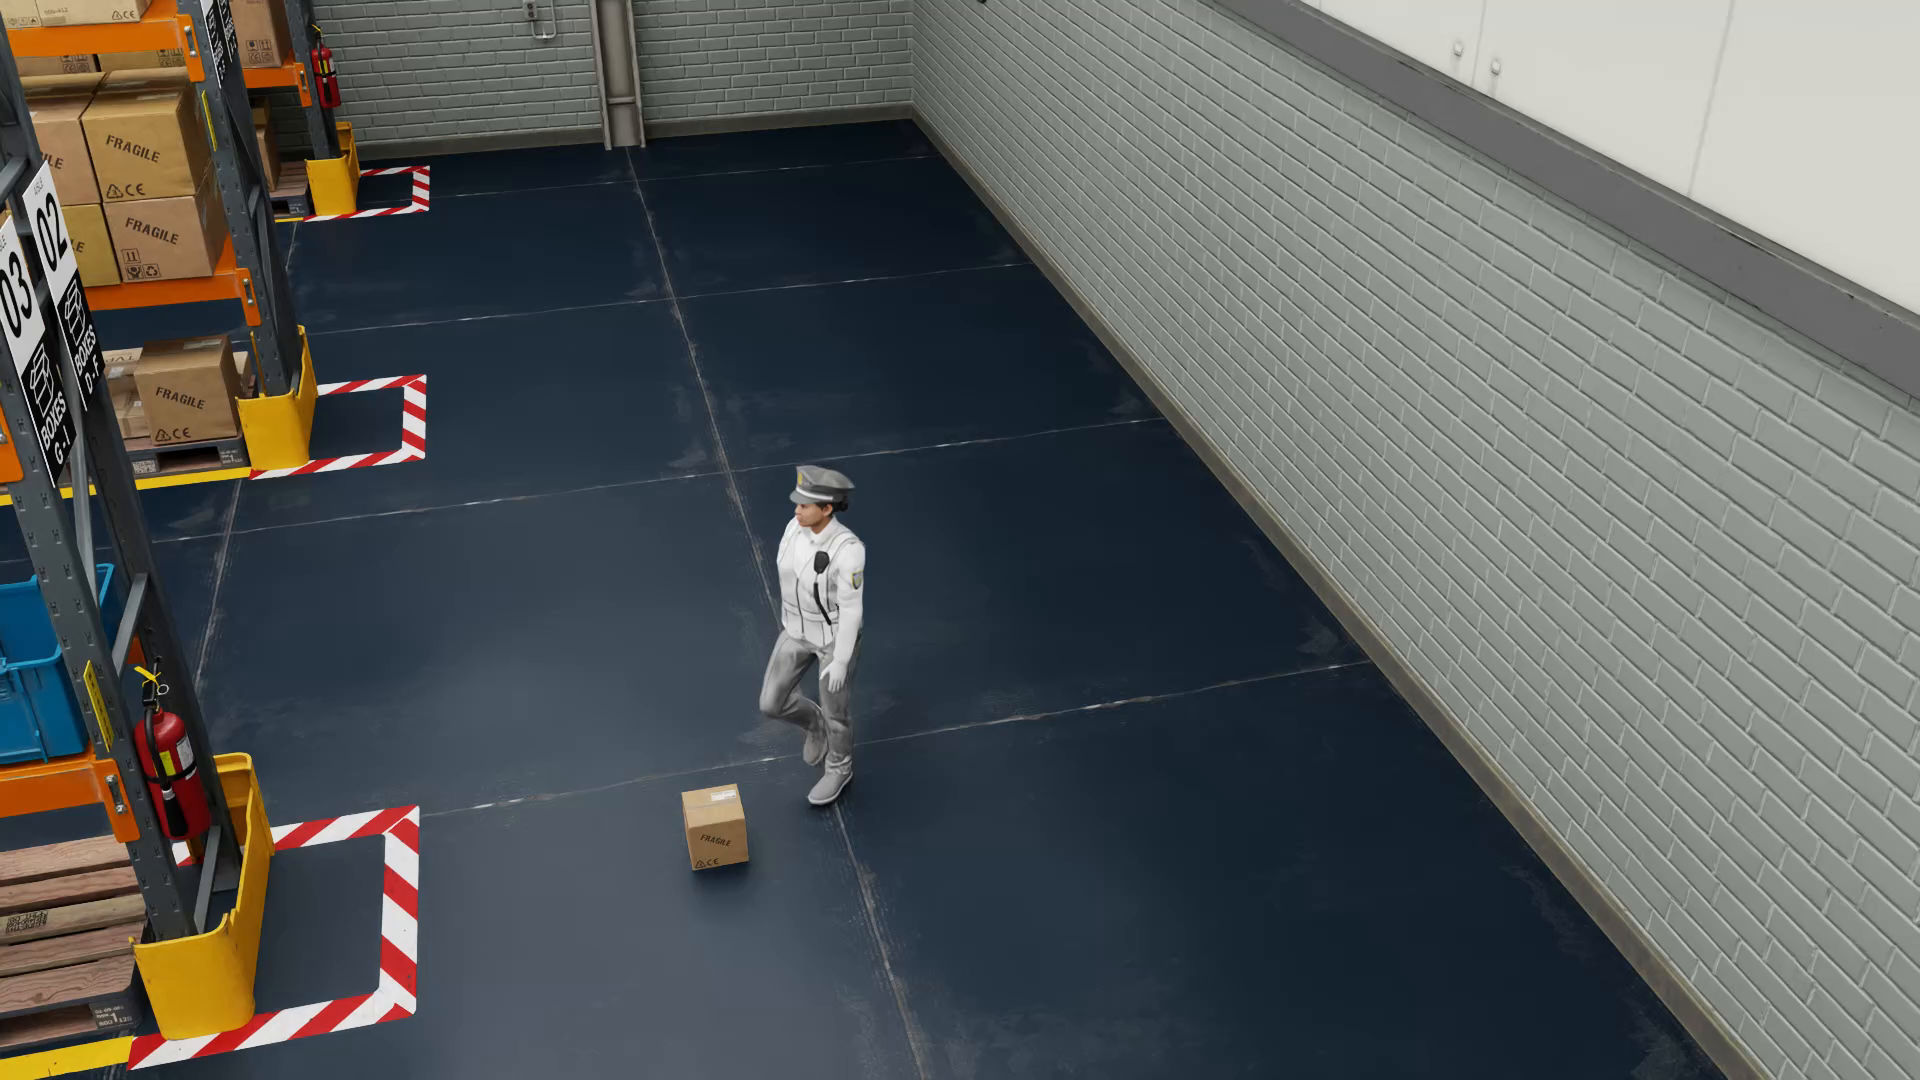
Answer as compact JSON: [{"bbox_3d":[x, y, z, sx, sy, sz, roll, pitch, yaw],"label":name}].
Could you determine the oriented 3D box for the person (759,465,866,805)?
[{"bbox_3d":[-0.639,0.439,7.411,0.495,1.678,0.435,19,35,28],"label":"person"}]
